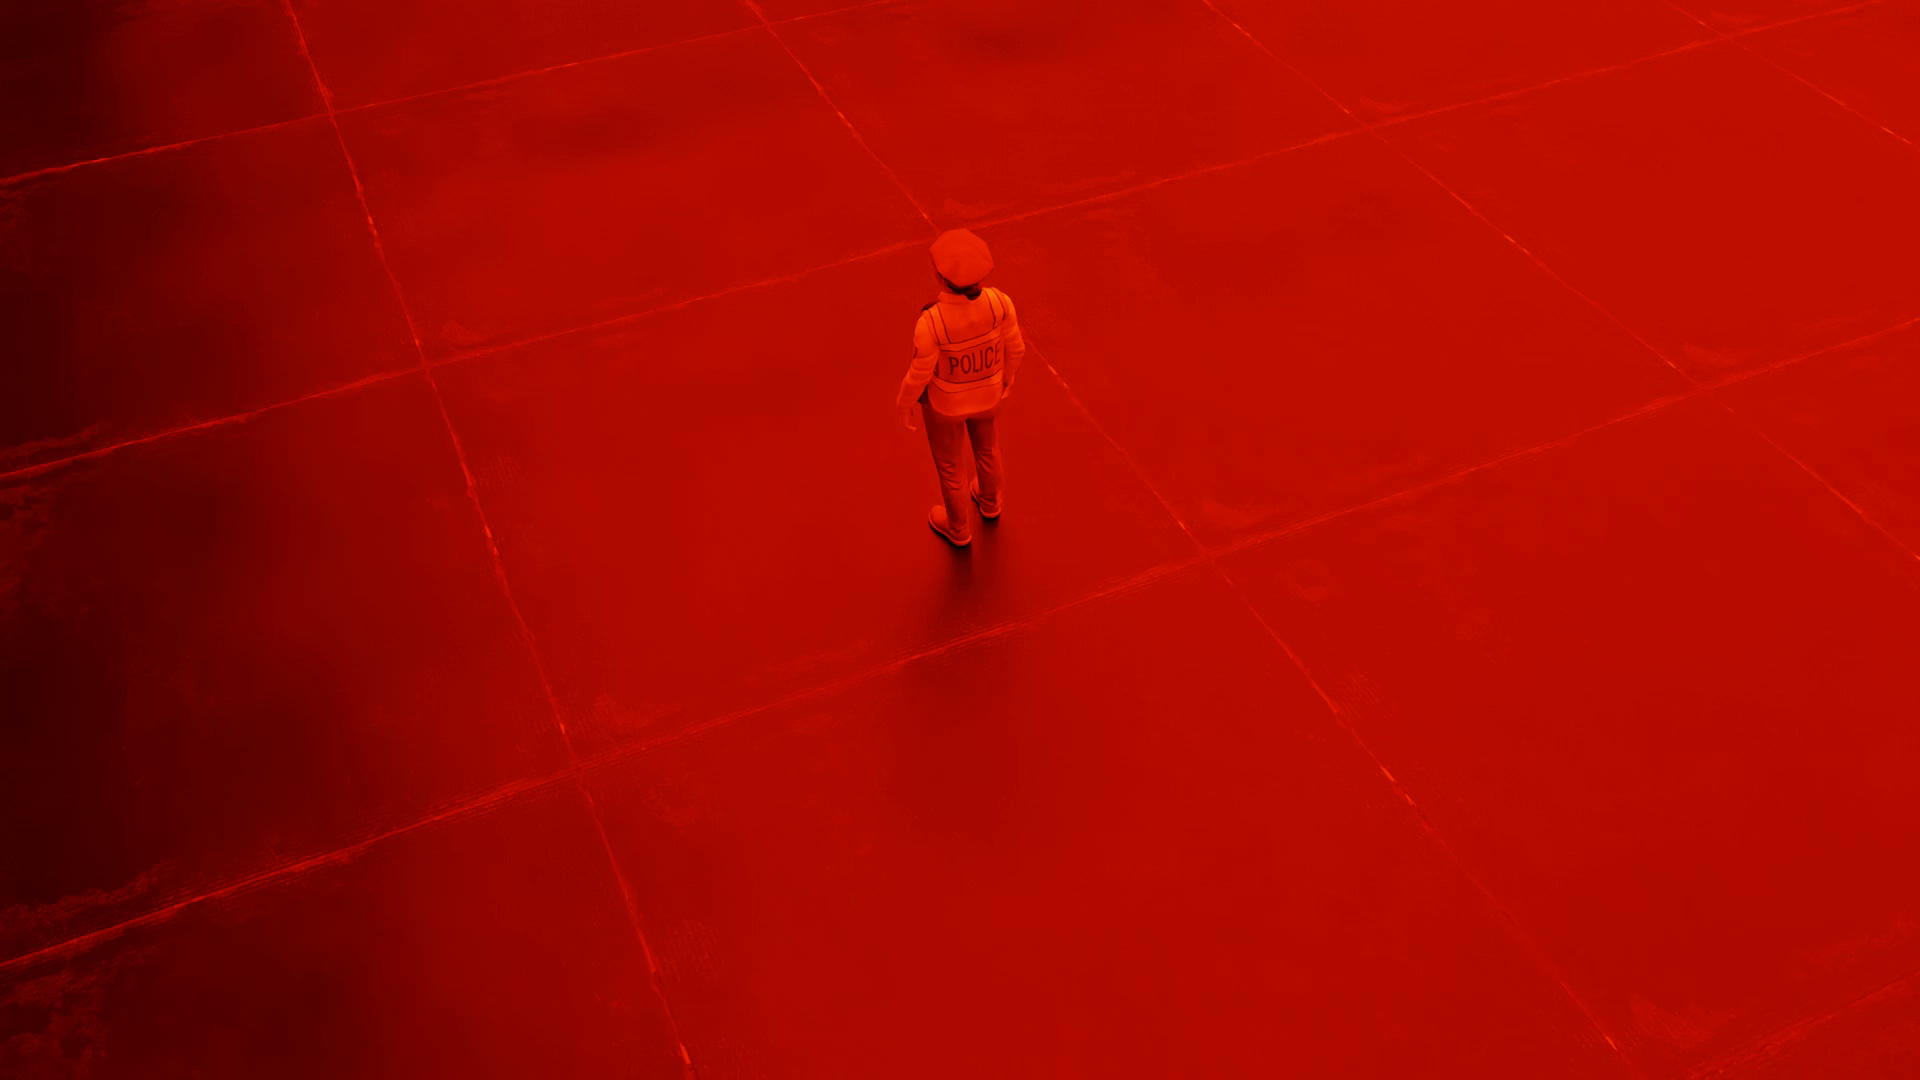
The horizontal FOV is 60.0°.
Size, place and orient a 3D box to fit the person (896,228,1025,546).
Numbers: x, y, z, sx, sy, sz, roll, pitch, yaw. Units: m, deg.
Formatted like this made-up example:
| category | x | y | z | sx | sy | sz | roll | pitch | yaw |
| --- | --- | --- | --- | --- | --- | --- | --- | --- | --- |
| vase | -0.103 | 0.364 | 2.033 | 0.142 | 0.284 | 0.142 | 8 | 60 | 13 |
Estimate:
| category | x | y | z | sx | sy | sz | roll | pitch | yaw |
| --- | --- | --- | --- | --- | --- | --- | --- | --- | --- |
| person | -0.023 | -0.670 | 7.293 | 0.586 | 1.694 | 0.530 | -18 | 46 | -18 |
